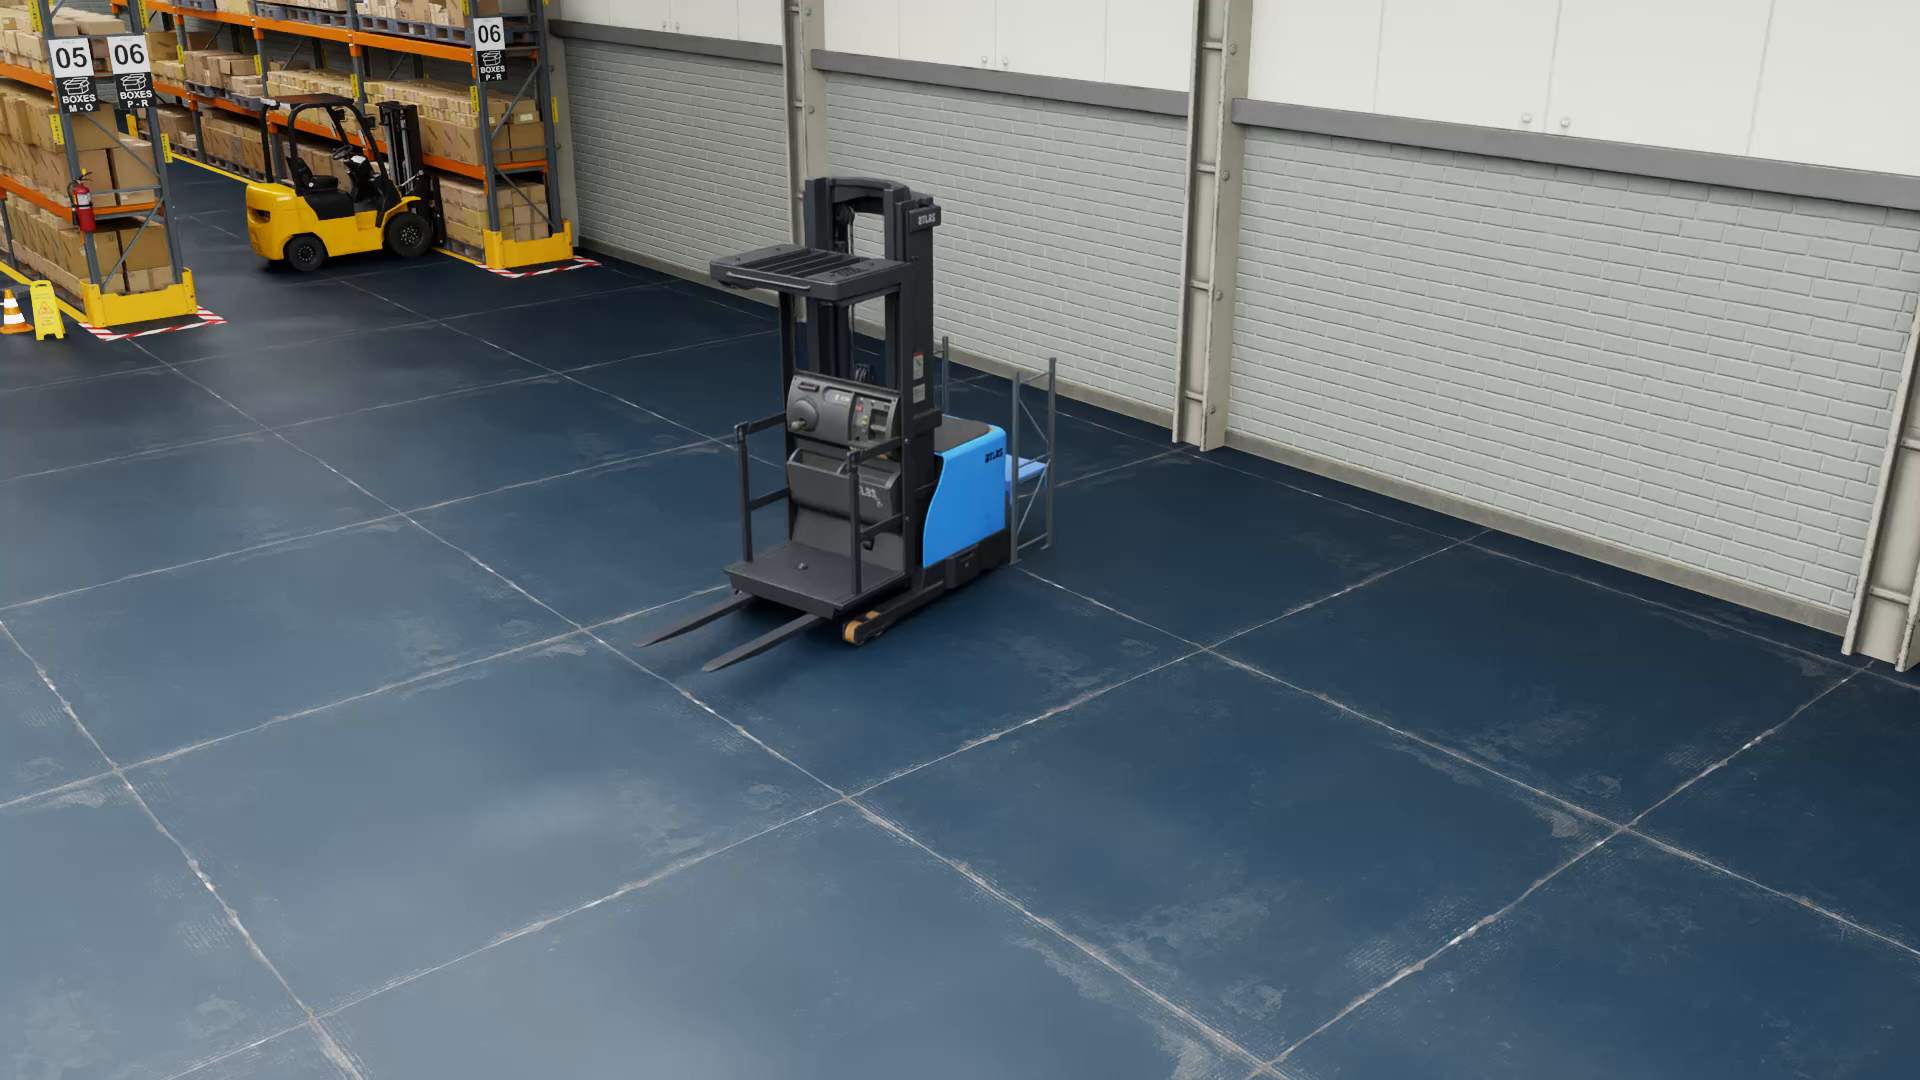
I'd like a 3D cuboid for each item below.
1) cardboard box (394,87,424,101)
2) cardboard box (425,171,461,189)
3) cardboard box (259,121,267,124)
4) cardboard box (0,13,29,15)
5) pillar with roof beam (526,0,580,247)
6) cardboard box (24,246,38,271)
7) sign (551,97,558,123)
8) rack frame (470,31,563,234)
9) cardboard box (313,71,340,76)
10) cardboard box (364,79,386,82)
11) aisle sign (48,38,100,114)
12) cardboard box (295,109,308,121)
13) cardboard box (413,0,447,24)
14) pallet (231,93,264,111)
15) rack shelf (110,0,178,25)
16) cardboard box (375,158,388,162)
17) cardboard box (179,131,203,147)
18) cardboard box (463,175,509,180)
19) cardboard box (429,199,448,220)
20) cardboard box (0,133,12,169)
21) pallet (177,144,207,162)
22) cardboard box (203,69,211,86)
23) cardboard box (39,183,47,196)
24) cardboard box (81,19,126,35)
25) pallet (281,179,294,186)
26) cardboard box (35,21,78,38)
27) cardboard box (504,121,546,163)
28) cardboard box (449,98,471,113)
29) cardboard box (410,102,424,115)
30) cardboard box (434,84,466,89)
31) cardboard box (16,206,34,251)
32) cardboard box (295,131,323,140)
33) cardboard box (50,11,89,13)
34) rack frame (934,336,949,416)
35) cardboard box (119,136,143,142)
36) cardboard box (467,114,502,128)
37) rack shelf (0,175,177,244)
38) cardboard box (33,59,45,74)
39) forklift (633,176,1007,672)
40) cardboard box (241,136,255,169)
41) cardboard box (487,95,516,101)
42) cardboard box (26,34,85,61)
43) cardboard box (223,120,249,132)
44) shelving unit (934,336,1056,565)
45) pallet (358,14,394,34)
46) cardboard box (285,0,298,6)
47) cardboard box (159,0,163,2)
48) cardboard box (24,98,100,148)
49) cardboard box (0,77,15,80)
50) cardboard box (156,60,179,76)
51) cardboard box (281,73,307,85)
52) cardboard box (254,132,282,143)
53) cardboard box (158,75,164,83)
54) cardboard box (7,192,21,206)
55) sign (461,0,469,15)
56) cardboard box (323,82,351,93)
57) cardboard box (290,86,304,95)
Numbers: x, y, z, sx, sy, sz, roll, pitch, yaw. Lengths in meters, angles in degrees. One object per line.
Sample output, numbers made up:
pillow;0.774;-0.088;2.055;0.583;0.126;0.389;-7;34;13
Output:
cardboard box;-7.804;-6.348;23.645;0.380;0.149;0.250;-18;28;-38
cardboard box;-7.405;-5.047;23.580;0.500;0.250;0.500;-18;28;-38
cardboard box;-12.366;-7.463;29.888;0.380;0.149;0.250;-17;27;-37
cardboard box;-11.202;-6.194;19.822;0.380;0.149;0.250;-17;27;-36
pillar with roof beam;-8.902;-7.370;19.462;9.100;9.000;0.400;-17;27;-37
cardboard box;-11.700;-3.660;21.411;0.500;0.250;0.500;-16;26;-34
sign;-5.444;-5.765;22.295;0.100;0.325;0.005;-17;27;-37
rack frame;-5.869;-5.195;22.134;1.000;3.000;0.127;-17;27;-37
cardboard box;-10.347;-7.580;27.198;0.380;0.149;0.250;-17;27;-37
cardboard box;-9.170;-7.093;25.954;0.380;0.149;0.250;-17;27;-37
aisle sign;-9.806;-5.136;18.420;0.394;0.787;0.004;-17;27;-37
cardboard box;-10.320;-6.874;26.626;0.500;0.250;0.500;-19;28;-39
cardboard box;-6.935;-7.251;22.421;0.700;0.500;0.500;-17;27;-37
pallet;-11.586;-7.486;28.248;1.213;0.211;1.003;-17;27;-37
rack shelf;-15.007;-10.124;31.594;1.077;0.370;4.000;-17;27;-37
cardboard box;-8.829;-5.531;25.673;0.875;0.625;0.625;-16;26;-35
cardboard box;-14.521;-7.615;31.487;0.396;0.266;0.258;-16;27;-36
cardboard box;-6.686;-5.031;23.540;0.500;0.250;0.500;-18;27;-38
cardboard box;-7.095;-4.682;23.333;0.500;0.250;0.500;-18;28;-39
cardboard box;-11.816;-4.981;21.044;0.500;0.500;0.500;-18;27;-38
pallet;-14.149;-7.402;31.592;1.003;0.211;1.213;-17;27;-37
cardboard box;-13.085;-8.168;29.333;0.396;0.266;0.258;-16;26;-35
cardboard box;-10.921;-4.284;20.154;0.380;0.149;0.250;-18;28;-38
cardboard box;-9.704;-5.810;18.842;0.380;0.149;0.250;-18;27;-38
pallet;-10.583;-5.870;27.681;1.003;0.211;1.213;-17;27;-37
cardboard box;-10.071;-5.686;18.527;0.380;0.149;0.250;-17;27;-37
cardboard box;-5.982;-5.444;22.634;0.500;0.500;0.500;-16;27;-36
cardboard box;-6.638;-5.857;22.391;0.380;0.149;0.250;-17;27;-36
cardboard box;-7.477;-6.066;23.331;0.380;0.149;0.250;-18;28;-38
cardboard box;-7.362;-6.491;24.009;0.380;0.149;0.250;-18;28;-38
cardboard box;-11.699;-4.009;21.273;0.500;0.500;0.500;-16;27;-35
cardboard box;-11.195;-6.957;28.595;0.380;0.149;0.250;-16;26;-35
cardboard box;-10.781;-6.327;20.163;0.380;0.149;0.250;-17;27;-37
rack frame;-0.255;-0.816;13.012;0.032;1.500;0.500;16;26;35
cardboard box;-10.066;-4.536;19.908;0.500;0.500;0.500;-16;27;-36
cardboard box;-6.307;-5.572;22.072;0.380;0.149;0.250;-17;27;-37
rack shelf;-10.932;-4.230;20.656;1.077;0.370;4.000;-17;27;-37
cardboard box;-10.259;-5.385;18.850;0.380;0.149;0.250;-17;27;-37
forklift;-0.928;-0.857;11.154;1.130;2.935;3.031;15;26;34
cardboard box;-12.192;-6.787;29.051;0.500;0.500;0.500;-16;27;-35
cardboard box;-6.254;-5.975;22.693;0.380;0.149;0.250;-17;27;-36
cardboard box;-10.165;-5.555;18.738;0.500;0.250;0.500;-18;28;-38
cardboard box;-12.929;-7.405;29.738;0.380;0.149;0.250;-18;27;-38
shelving unit;0.146;-0.702;12.720;1.048;1.500;0.538;16;26;35
pallet;-7.903;-7.426;23.839;1.003;0.211;1.213;-17;27;-37
cardboard box;-10.138;-8.551;25.740;0.500;0.500;0.500;-17;27;-36
cardboard box;-14.486;-9.963;30.541;0.380;0.149;0.250;-16;27;-36
cardboard box;-10.450;-4.893;19.449;0.700;0.500;0.500;-17;27;-37
cardboard box;-13.064;-6.290;22.919;0.380;0.149;0.250;-16;26;-35
cardboard box;-14.873;-8.937;31.487;0.500;0.250;0.500;-18;27;-38
cardboard box;-10.743;-7.457;26.883;0.380;0.149;0.250;-17;27;-36
cardboard box;-11.806;-6.883;28.406;0.380;0.149;0.250;-19;28;-40
cardboard box;-15.095;-8.852;31.815;0.380;0.149;0.250;-18;27;-38
cardboard box;-12.021;-4.408;21.401;0.380;0.149;0.250;-17;27;-37
sign;-6.289;-6.841;21.120;0.100;0.325;0.005;-17;27;-37
cardboard box;-9.568;-6.965;25.628;0.380;0.149;0.250;-18;28;-39
cardboard box;-10.332;-7.100;26.518;0.500;0.250;0.500;-18;28;-39
